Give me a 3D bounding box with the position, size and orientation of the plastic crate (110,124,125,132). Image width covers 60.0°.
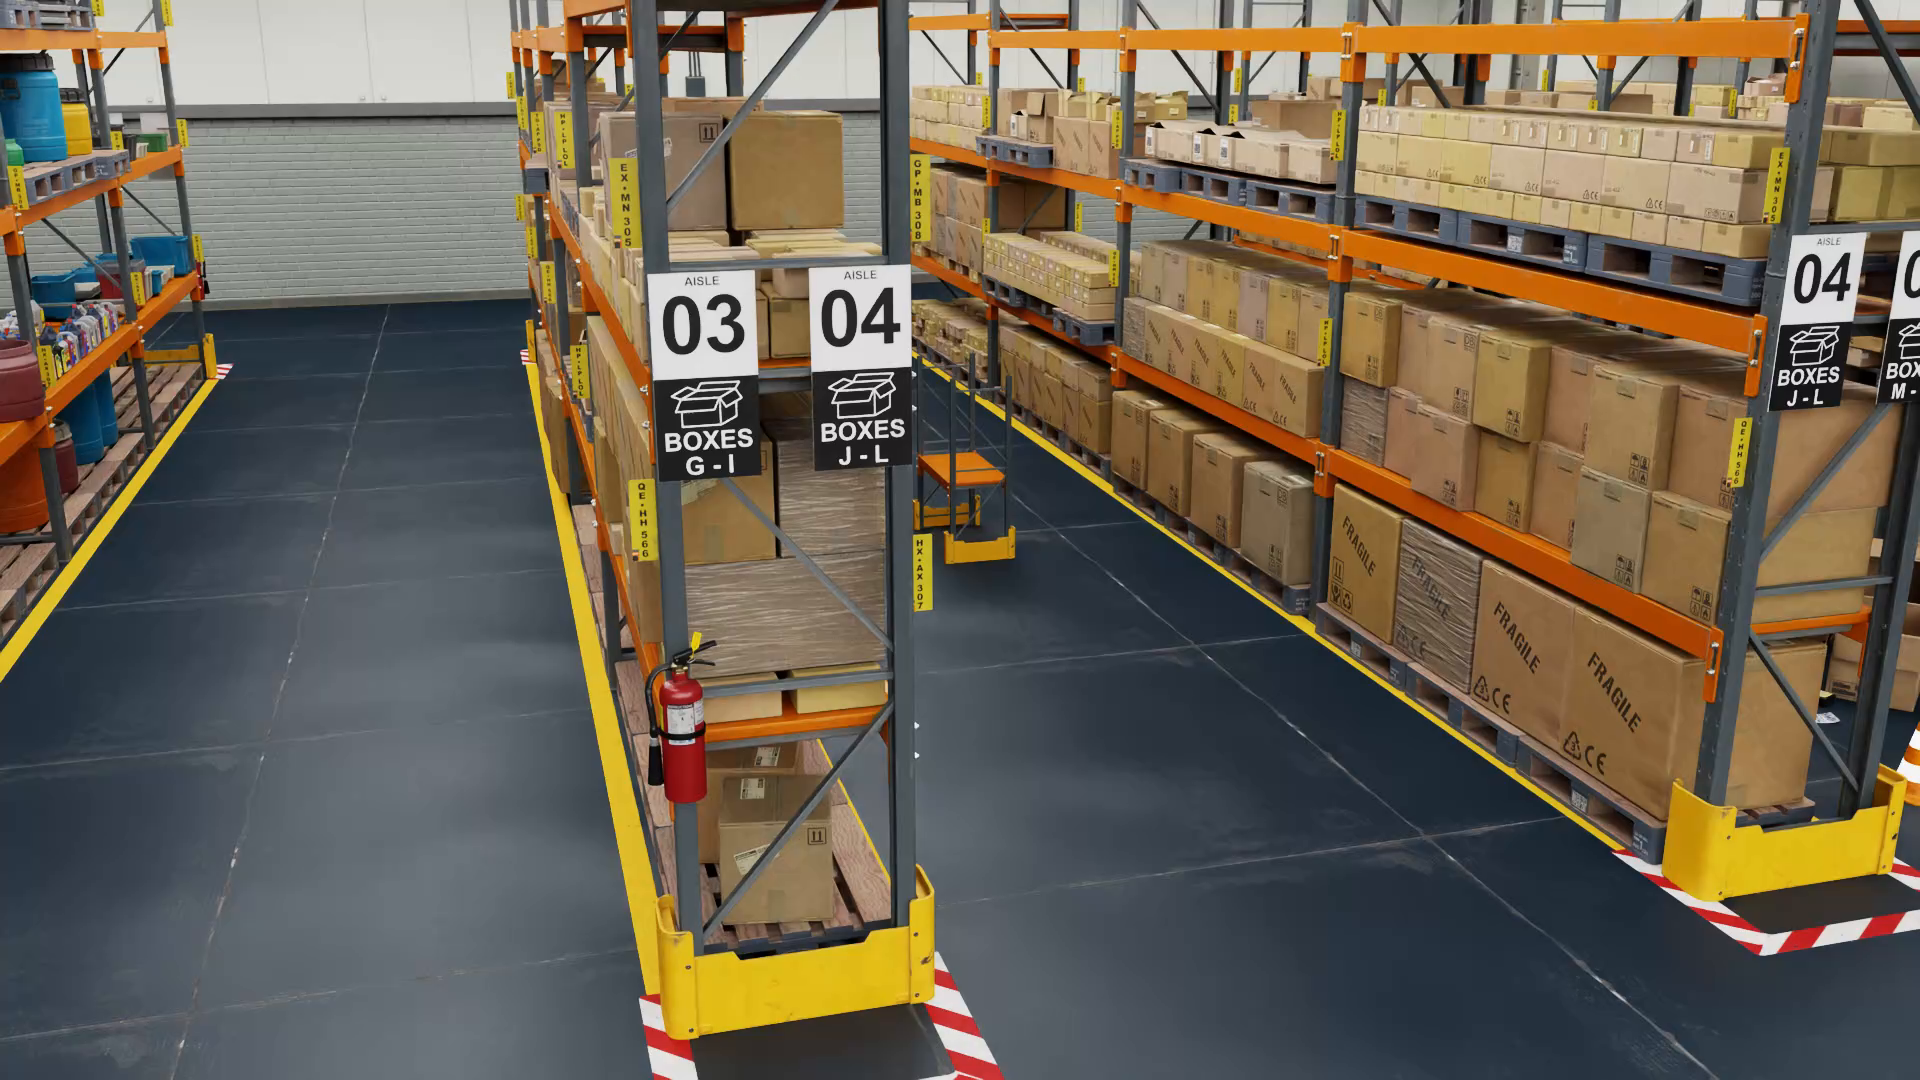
[{"bbox_3d":[-10.005,-4.688,19.357,0.497,0.269,0.590,-5,17,-15],"label":"plastic crate"}]

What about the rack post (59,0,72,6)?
[{"bbox_3d":[-8.543,-4.937,14.878,0.937,0.300,0.954,-5,17,-16],"label":"rack post"}]

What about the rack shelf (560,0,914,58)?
[{"bbox_3d":[-1.234,-2.488,7.850,1.077,0.370,4.000,-5,17,-15],"label":"rack shelf"}]

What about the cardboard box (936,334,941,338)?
[{"bbox_3d":[-0.096,-2.587,21.576,0.380,0.149,0.250,-5,17,-15],"label":"cardboard box"}]

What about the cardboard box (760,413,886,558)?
[{"bbox_3d":[-0.573,-0.251,7.145,0.500,0.500,0.500,-5,17,-15],"label":"cardboard box"}]

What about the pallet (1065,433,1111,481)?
[{"bbox_3d":[1.701,-0.866,16.468,1.003,0.211,1.213,-5,17,-15],"label":"pallet"}]

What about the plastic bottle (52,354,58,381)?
[{"bbox_3d":[-7.580,-1.443,13.758,0.152,0.276,0.135,-5,17,-15],"label":"plastic bottle"}]

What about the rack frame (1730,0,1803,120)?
[{"bbox_3d":[10.318,-6.778,20.873,1.000,3.000,0.127,-5,17,-15],"label":"rack frame"}]

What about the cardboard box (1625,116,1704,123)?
[{"bbox_3d":[3.908,-2.259,9.193,0.380,0.149,0.250,-4,17,-14],"label":"cardboard box"}]

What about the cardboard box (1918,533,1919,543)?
[{"bbox_3d":[7.648,0.002,12.780,0.500,0.250,0.500,-6,18,-18],"label":"cardboard box"}]

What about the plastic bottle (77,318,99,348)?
[{"bbox_3d":[-8.049,-1.915,15.329,0.152,0.276,0.135,-5,17,-15],"label":"plastic bottle"}]

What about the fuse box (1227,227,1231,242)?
[{"bbox_3d":[4.935,-5.684,29.900,0.539,1.711,0.414,-5,17,-15],"label":"fuse box"}]

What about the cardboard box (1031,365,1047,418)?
[{"bbox_3d":[1.067,-1.580,17.613,0.500,0.500,0.500,-4,17,-14],"label":"cardboard box"}]

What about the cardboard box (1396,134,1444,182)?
[{"bbox_3d":[3.019,-2.338,10.148,0.500,0.250,0.500,-5,17,-16],"label":"cardboard box"}]

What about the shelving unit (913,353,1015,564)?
[{"bbox_3d":[0.021,-0.697,13.666,0.587,1.500,1.083,-5,17,-15],"label":"shelving unit"}]

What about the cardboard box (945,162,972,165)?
[{"bbox_3d":[0.081,-4.760,22.157,0.500,0.500,0.500,-5,17,-16],"label":"cardboard box"}]

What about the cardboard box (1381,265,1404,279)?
[{"bbox_3d":[5.414,-3.296,19.973,0.500,0.250,0.500,-5,17,-17],"label":"cardboard box"}]

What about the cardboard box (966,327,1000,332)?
[{"bbox_3d":[0.287,-2.504,20.265,0.380,0.149,0.250,-4,17,-13],"label":"cardboard box"}]

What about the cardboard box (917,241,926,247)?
[{"bbox_3d":[-0.255,-4.096,21.684,0.500,0.500,0.500,-5,17,-15],"label":"cardboard box"}]

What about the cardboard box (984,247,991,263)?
[{"bbox_3d":[0.481,-3.170,18.479,0.380,0.149,0.250,-4,17,-14],"label":"cardboard box"}]

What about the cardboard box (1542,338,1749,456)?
[{"bbox_3d":[3.785,-0.777,9.189,0.875,0.550,0.550,-5,17,-15],"label":"cardboard box"}]

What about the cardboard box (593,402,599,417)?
[{"bbox_3d":[-1.719,-0.576,9.963,0.875,0.500,0.500,-5,17,-15],"label":"cardboard box"}]

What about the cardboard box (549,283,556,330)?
[{"bbox_3d":[-3.673,-2.208,15.916,0.500,0.500,0.500,-4,17,-14],"label":"cardboard box"}]

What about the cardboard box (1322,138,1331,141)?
[{"bbox_3d":[2.703,-3.034,12.955,0.396,0.266,0.258,-5,17,-15],"label":"cardboard box"}]

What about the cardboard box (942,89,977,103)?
[{"bbox_3d":[-0.003,-5.376,20.119,0.380,0.149,0.250,-5,17,-16],"label":"cardboard box"}]

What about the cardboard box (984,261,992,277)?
[{"bbox_3d":[0.481,-3.027,18.522,0.380,0.149,0.250,-6,18,-18],"label":"cardboard box"}]

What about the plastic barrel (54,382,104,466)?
[{"bbox_3d":[-8.416,-1.184,15.598,0.600,0.901,0.708,-5,17,-15],"label":"plastic barrel"}]

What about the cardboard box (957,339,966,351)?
[{"bbox_3d":[0.182,-2.424,20.518,0.380,0.149,0.250,-4,17,-14],"label":"cardboard box"}]

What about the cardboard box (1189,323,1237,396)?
[{"bbox_3d":[2.193,-1.470,13.457,0.500,0.500,0.500,-5,17,-16],"label":"cardboard box"}]

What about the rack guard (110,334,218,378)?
[{"bbox_3d":[-9.862,-2.251,20.576,1.175,0.500,0.348,-5,17,-15],"label":"rack guard"}]

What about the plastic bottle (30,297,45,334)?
[{"bbox_3d":[-8.948,-2.178,16.075,0.144,0.351,0.185,-5,17,-15],"label":"plastic bottle"}]

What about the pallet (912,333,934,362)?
[{"bbox_3d":[-0.074,-2.614,22.287,1.003,0.211,1.213,-5,17,-15],"label":"pallet"}]

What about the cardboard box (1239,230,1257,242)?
[{"bbox_3d":[4.303,-4.510,23.577,0.500,0.500,0.500,-5,17,-16],"label":"cardboard box"}]

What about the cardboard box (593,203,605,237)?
[{"bbox_3d":[-1.699,-1.666,8.638,0.380,0.149,0.250,-5,17,-16],"label":"cardboard box"}]

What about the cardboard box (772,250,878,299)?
[{"bbox_3d":[-0.537,-1.058,6.615,0.380,0.149,0.250,-5,17,-16],"label":"cardboard box"}]

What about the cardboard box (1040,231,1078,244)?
[{"bbox_3d":[1.113,-3.362,18.602,0.380,0.149,0.250,-4,17,-13],"label":"cardboard box"}]

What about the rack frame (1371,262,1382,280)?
[{"bbox_3d":[5.547,-3.511,20.426,1.000,3.000,0.127,-5,17,-15],"label":"rack frame"}]

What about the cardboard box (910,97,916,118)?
[{"bbox_3d":[-0.411,-5.657,21.750,0.500,0.250,0.500,-4,17,-14],"label":"cardboard box"}]

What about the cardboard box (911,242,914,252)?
[{"bbox_3d":[-0.510,-3.962,22.365,0.380,0.149,0.250,-5,17,-16],"label":"cardboard box"}]

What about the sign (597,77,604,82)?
[{"bbox_3d":[-4.555,-5.696,21.084,0.100,0.325,0.005,-5,17,-15],"label":"sign"}]

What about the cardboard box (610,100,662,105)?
[{"bbox_3d":[-2.511,-3.233,13.243,0.500,0.500,0.500,-4,17,-14],"label":"cardboard box"}]

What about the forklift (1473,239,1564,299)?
[{"bbox_3d":[5.355,-1.777,14.774,3.031,2.935,1.130,0,17,-1],"label":"forklift"}]

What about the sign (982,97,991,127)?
[{"bbox_3d":[0.295,-4.731,18.374,0.100,0.325,0.005,-5,17,-15],"label":"sign"}]

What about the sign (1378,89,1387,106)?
[{"bbox_3d":[5.013,-5.189,19.761,0.100,0.325,0.005,-5,17,-15],"label":"sign"}]

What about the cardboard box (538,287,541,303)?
[{"bbox_3d":[-4.381,-2.666,18.048,0.380,0.149,0.250,-5,17,-15],"label":"cardboard box"}]

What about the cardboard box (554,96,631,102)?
[{"bbox_3d":[-3.464,-3.872,15.503,0.797,0.503,0.637,-5,17,-16],"label":"cardboard box"}]

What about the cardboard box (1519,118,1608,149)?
[{"bbox_3d":[3.275,-2.208,9.020,0.380,0.149,0.250,-5,17,-15],"label":"cardboard box"}]

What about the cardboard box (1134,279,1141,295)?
[{"bbox_3d":[1.898,-2.433,16.027,0.380,0.149,0.250,-4,17,-13],"label":"cardboard box"}]

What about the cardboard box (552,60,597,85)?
[{"bbox_3d":[-4.234,-5.081,18.057,0.500,0.250,0.500,-6,18,-19],"label":"cardboard box"}]

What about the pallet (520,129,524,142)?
[{"bbox_3d":[-4.867,-5.024,20.402,1.003,0.211,1.213,-5,17,-15],"label":"pallet"}]

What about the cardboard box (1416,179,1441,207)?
[{"bbox_3d":[2.996,-2.107,10.070,0.380,0.149,0.250,-5,17,-16],"label":"cardboard box"}]

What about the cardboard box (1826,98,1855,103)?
[{"bbox_3d":[10.399,-5.144,19.664,0.380,0.149,0.250,-5,17,-15],"label":"cardboard box"}]

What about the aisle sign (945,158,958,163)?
[{"bbox_3d":[-0.016,-5.487,22.486,0.394,0.787,0.004,-5,17,-15],"label":"aisle sign"}]

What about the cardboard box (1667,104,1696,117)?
[{"bbox_3d":[9.792,-5.668,22.137,0.500,0.250,0.500,-5,18,-17],"label":"cardboard box"}]

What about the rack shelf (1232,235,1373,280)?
[{"bbox_3d":[4.997,-3.720,22.371,1.077,0.370,4.000,-5,17,-15],"label":"rack shelf"}]
